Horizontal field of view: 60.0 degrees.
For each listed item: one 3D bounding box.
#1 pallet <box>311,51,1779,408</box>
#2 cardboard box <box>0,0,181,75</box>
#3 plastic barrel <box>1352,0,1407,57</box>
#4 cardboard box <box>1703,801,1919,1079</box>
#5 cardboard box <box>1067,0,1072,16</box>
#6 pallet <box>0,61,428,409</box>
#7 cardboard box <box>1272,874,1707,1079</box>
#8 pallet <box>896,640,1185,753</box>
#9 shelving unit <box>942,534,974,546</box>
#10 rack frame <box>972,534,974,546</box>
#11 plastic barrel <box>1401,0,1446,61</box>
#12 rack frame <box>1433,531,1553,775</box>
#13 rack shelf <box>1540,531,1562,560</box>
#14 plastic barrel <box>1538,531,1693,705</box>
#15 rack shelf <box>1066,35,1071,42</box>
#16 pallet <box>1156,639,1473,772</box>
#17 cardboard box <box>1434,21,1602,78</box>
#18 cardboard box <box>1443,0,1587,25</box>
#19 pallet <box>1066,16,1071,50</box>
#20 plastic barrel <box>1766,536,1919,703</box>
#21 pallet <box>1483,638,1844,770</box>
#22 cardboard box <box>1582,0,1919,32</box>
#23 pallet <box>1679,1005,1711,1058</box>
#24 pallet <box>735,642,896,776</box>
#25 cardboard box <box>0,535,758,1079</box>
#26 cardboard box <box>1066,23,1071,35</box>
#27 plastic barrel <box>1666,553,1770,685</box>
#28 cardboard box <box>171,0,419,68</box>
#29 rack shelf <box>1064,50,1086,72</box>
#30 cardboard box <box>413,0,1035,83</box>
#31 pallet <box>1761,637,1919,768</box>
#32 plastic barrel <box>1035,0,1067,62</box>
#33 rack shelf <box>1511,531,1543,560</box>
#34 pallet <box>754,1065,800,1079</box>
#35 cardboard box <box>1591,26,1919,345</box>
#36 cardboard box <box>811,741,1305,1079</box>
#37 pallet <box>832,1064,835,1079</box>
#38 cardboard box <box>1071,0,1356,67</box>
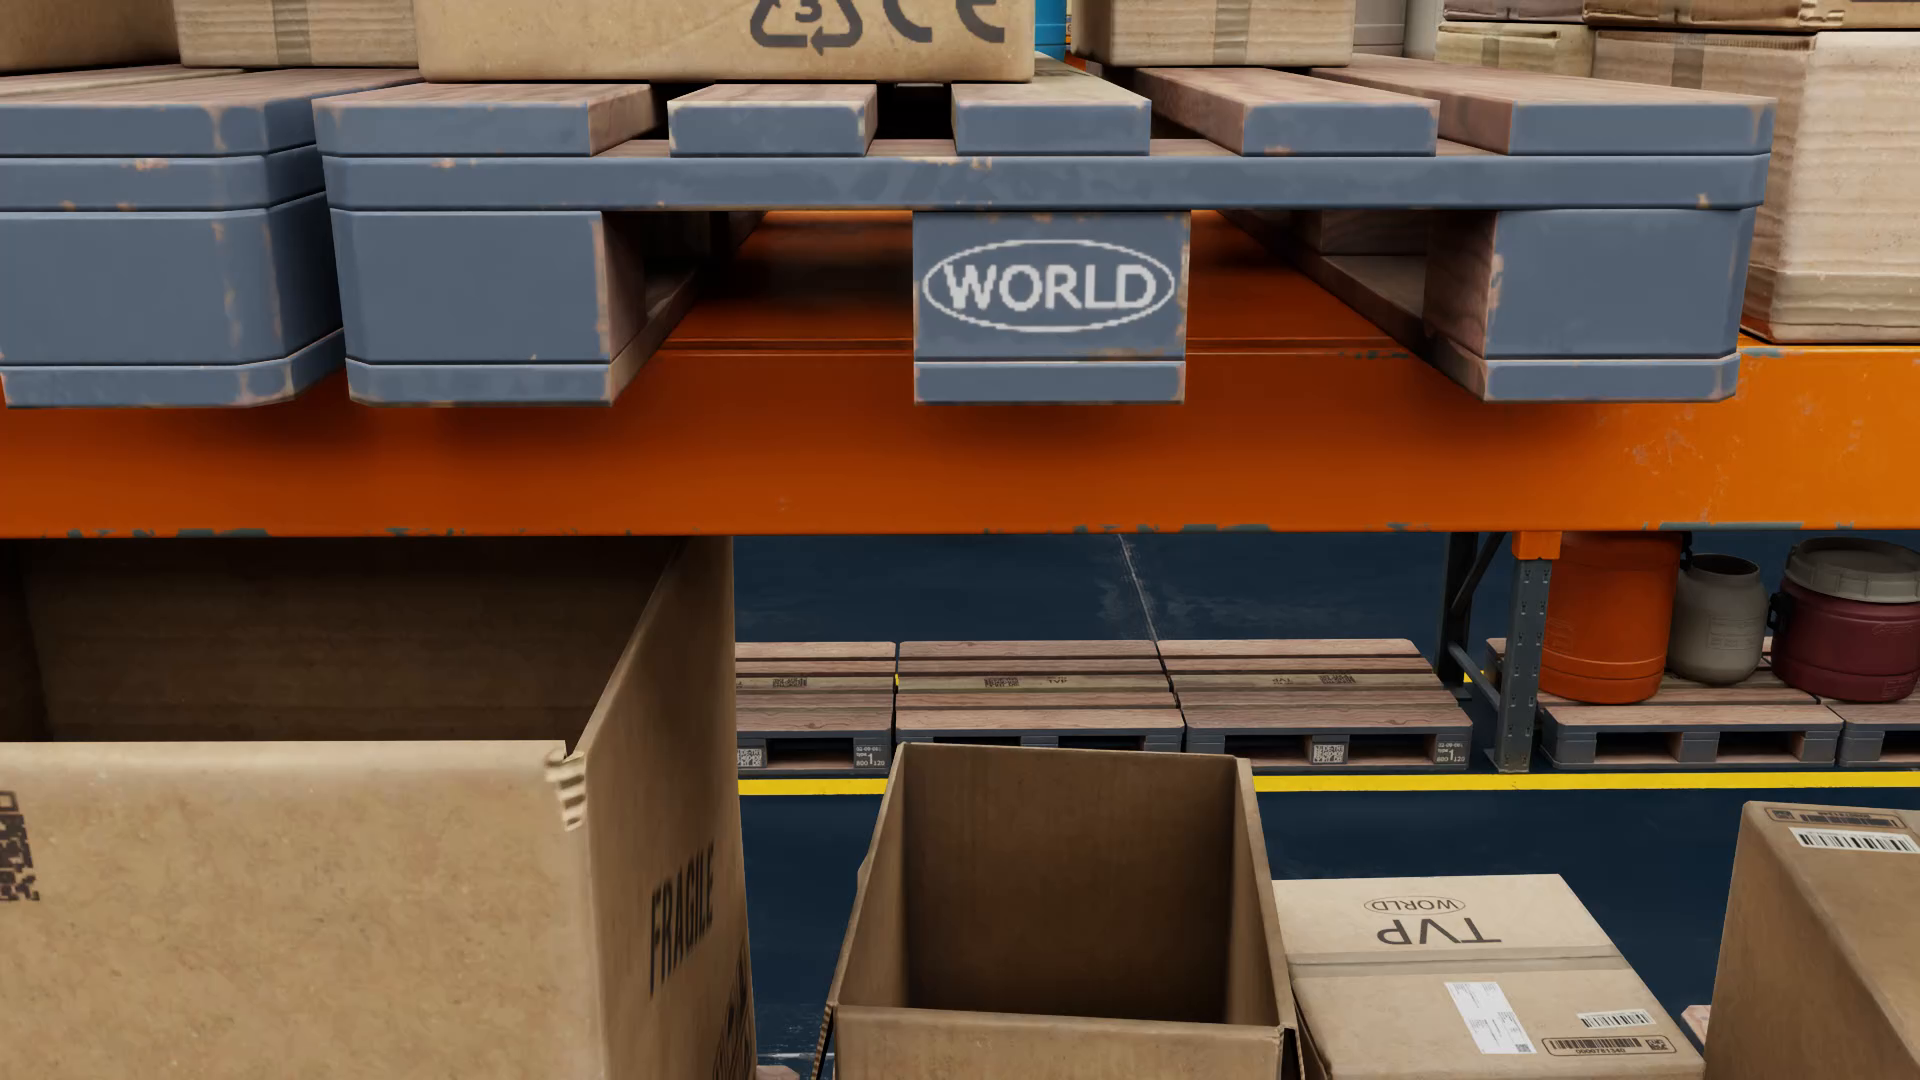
[{"bbox_3d":[0.052,-0.379,1.716,1.003,0.211,1.213,0,18,-1],"label":"pallet"},{"bbox_3d":[-1.132,-0.714,1.594,0.637,0.503,0.797,-1,18,-4],"label":"cardboard box"},{"bbox_3d":[1.493,-2.325,6.655,0.600,0.901,0.600,0,18,0],"label":"plastic barrel"},{"bbox_3d":[1.300,0.717,2.050,0.500,0.500,0.700,2,18,7],"label":"cardboard box"},{"bbox_3d":[0.694,-3.639,11.129,0.500,0.250,0.500,-1,18,-2],"label":"cardboard box"},{"bbox_3d":[-0.985,-0.373,1.698,1.003,0.211,1.213,0,18,-1],"label":"pallet"},{"bbox_3d":[0.716,0.726,2.432,0.500,0.250,0.500,-1,18,-2],"label":"cardboard box"},{"bbox_3d":[0.326,0.729,7.431,1.213,0.211,1.003,0,18,-1],"label":"pallet"},{"bbox_3d":[-0.014,-0.571,9.864,0.189,1.200,0.258,0,18,-1],"label":"shelving unit"},{"bbox_3d":[0.077,-0.572,9.865,0.006,1.200,0.240,0,18,-1],"label":"rack frame"},{"bbox_3d":[2.002,-2.170,6.807,0.421,0.512,0.421,0,18,0],"label":"plastic barrel"},{"bbox_3d":[2.318,-0.596,6.995,0.127,3.000,1.000,0,18,-1],"label":"rack frame"},{"bbox_3d":[4.317,-0.263,7.135,4.000,0.370,1.077,0,18,-1],"label":"rack shelf"},{"bbox_3d":[2.807,0.230,7.286,0.708,0.830,0.600,0,18,-1],"label":"plastic barrel"},{"bbox_3d":[0.162,-4.698,16.049,4.000,0.370,1.077,0,18,-1],"label":"rack shelf"},{"bbox_3d":[1.542,0.724,7.447,1.213,0.211,1.003,0,18,-1],"label":"pallet"},{"bbox_3d":[0.895,-0.508,2.055,0.500,0.250,0.500,0,18,0],"label":"cardboard box"},{"bbox_3d":[0.912,-0.868,1.949,0.500,0.500,0.500,-1,18,-2],"label":"cardboard box"},{"bbox_3d":[0.448,-3.411,11.167,1.213,0.211,1.003,1,18,2],"label":"pallet"},{"bbox_3d":[3.936,0.339,7.340,0.708,0.588,0.600,0,18,-1],"label":"plastic barrel"},{"bbox_3d":[3.105,0.715,7.473,1.213,0.211,1.003,0,18,-1],"label":"pallet"},{"bbox_3d":[0.915,-0.715,1.474,0.500,0.500,0.500,0,18,0],"label":"cardboard box"},{"bbox_3d":[1.685,1.044,2.197,1.003,0.211,1.213,0,18,-1],"label":"pallet"},{"bbox_3d":[-0.897,0.735,7.410,1.213,0.211,1.003,0,18,-1],"label":"pallet"},{"bbox_3d":[-0.807,0.489,1.942,1.000,1.000,1.000,0,18,0],"label":"cardboard box"},{"bbox_3d":[0.864,-5.131,16.019,0.637,0.503,0.797,2,18,7],"label":"cardboard box"},{"bbox_3d":[3.370,0.351,7.428,0.421,0.512,0.421,0,18,0],"label":"plastic barrel"},{"bbox_3d":[-0.665,-0.664,1.827,0.258,0.266,0.396,0,18,1],"label":"cardboard box"},{"bbox_3d":[0.243,-3.185,11.333,4.000,0.370,1.077,0,18,-1],"label":"rack shelf"},{"bbox_3d":[-0.190,-0.718,1.609,0.637,0.503,0.797,0,18,1],"label":"cardboard box"},{"bbox_3d":[4.322,0.710,7.488,1.213,0.211,1.003,0,18,-1],"label":"pallet"},{"bbox_3d":[0.131,-2.319,6.634,0.708,0.901,0.600,0,18,-1],"label":"plastic barrel"},{"bbox_3d":[0.318,-0.244,7.075,4.000,0.370,1.077,0,18,-1],"label":"rack shelf"},{"bbox_3d":[-0.837,1.068,2.122,1.213,0.211,1.003,0,18,-1],"label":"pallet"},{"bbox_3d":[0.926,-0.355,1.578,0.500,0.250,0.500,0,18,1],"label":"cardboard box"},{"bbox_3d":[0.128,0.650,2.254,0.637,0.503,0.797,2,18,5],"label":"cardboard box"},{"bbox_3d":[0.417,1.030,2.240,1.213,0.211,1.003,0,18,-1],"label":"pallet"},{"bbox_3d":[0.270,-0.621,1.856,0.250,0.166,0.380,-1,18,-2],"label":"cardboard box"}]
